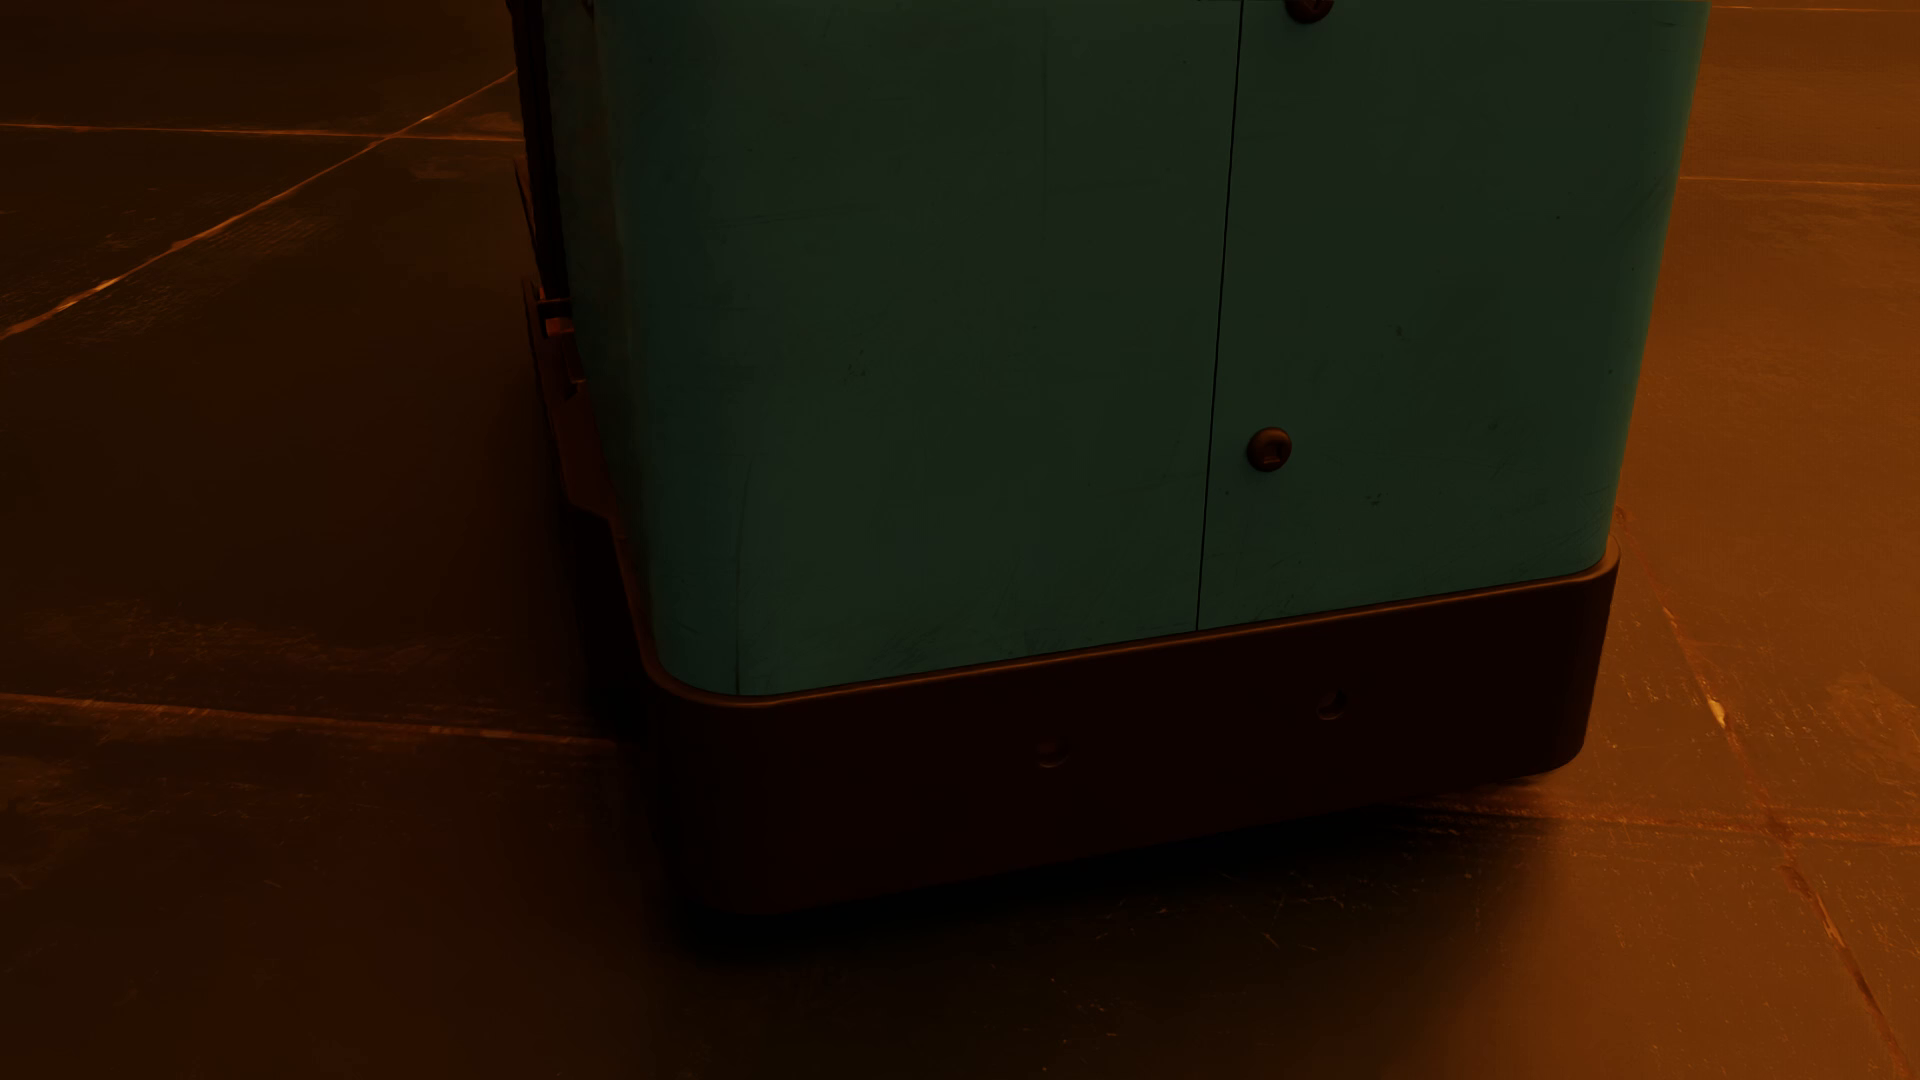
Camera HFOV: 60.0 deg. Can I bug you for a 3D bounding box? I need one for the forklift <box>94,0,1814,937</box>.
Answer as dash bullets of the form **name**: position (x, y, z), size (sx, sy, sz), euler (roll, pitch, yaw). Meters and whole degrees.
- **forklift**: position (-0.450, -1.479, 2.182), size (3.031, 2.935, 1.130), euler (22, 34, 37)
